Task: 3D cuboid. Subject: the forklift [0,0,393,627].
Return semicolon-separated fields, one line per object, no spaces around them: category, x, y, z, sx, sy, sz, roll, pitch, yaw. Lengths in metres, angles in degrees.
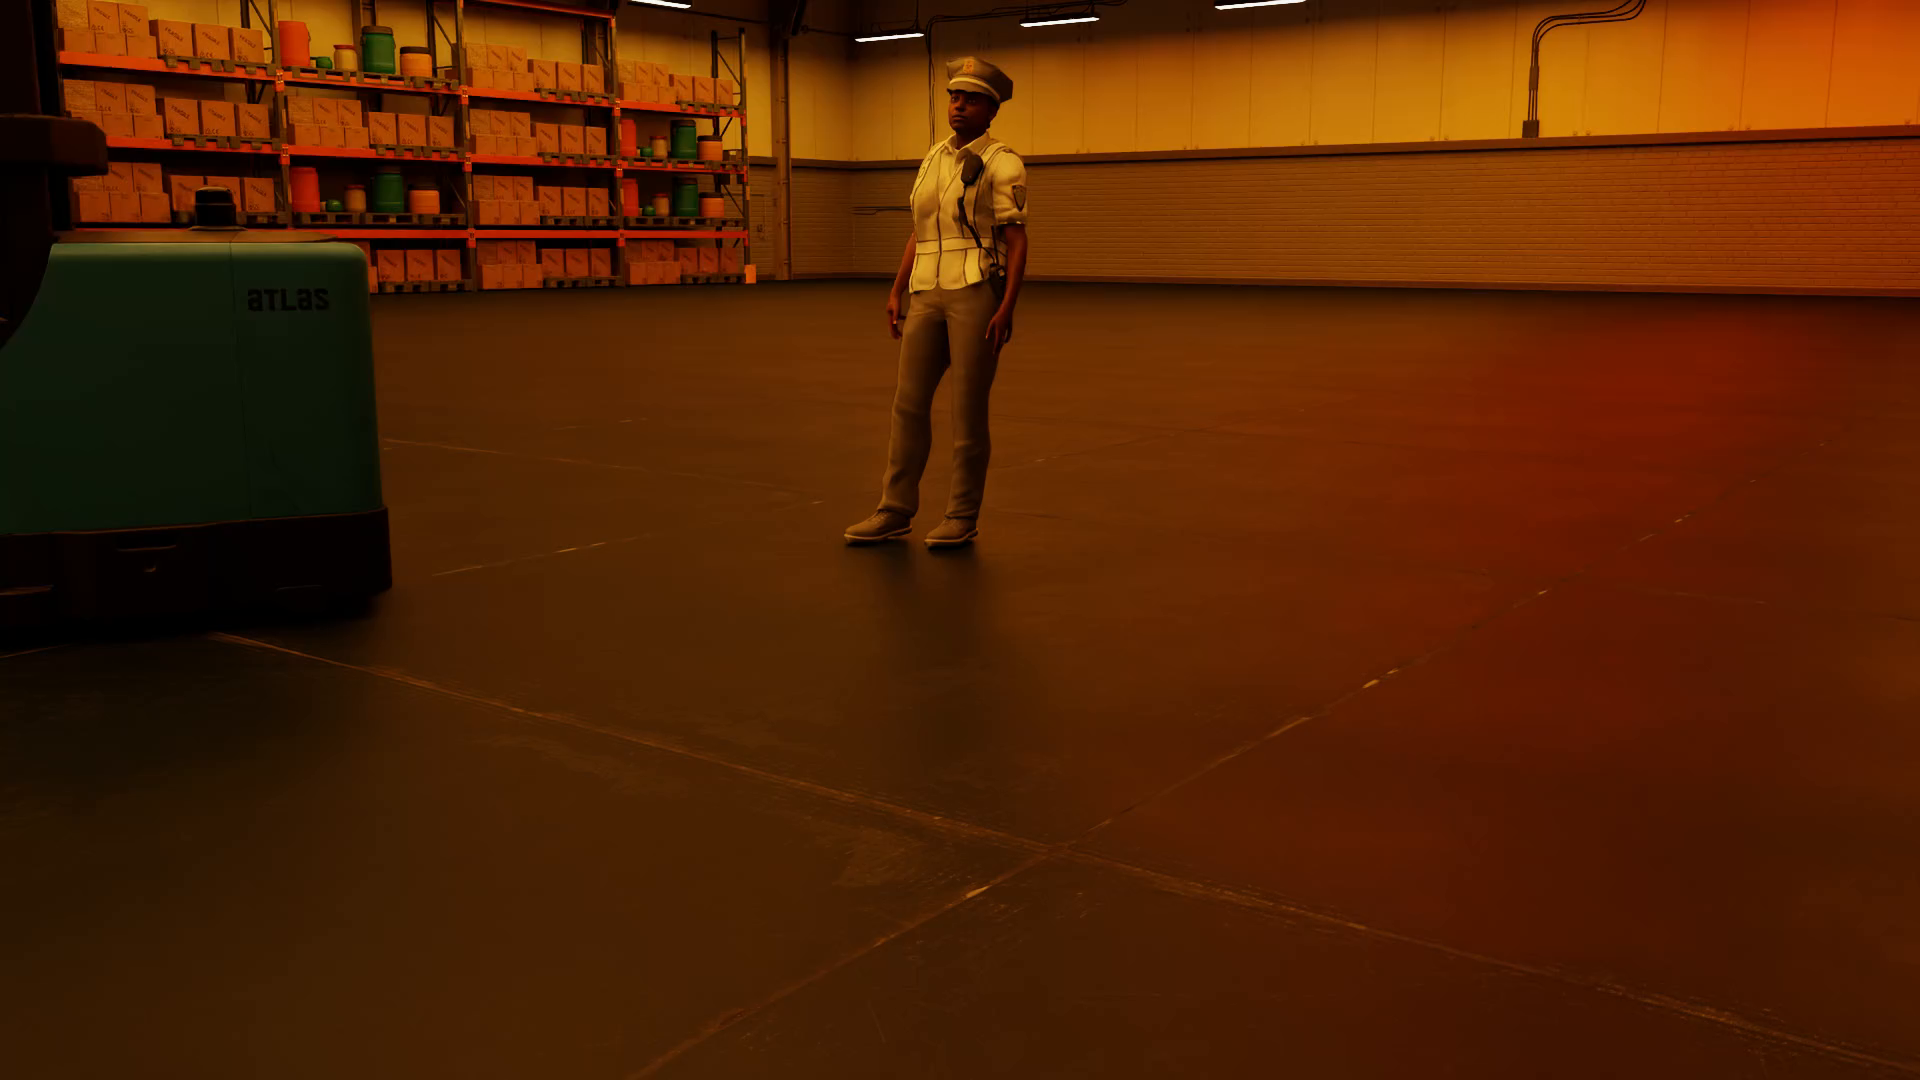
forklift;-3.239;-1.194;4.458;3.031;2.935;1.130;-5;11;-23

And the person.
person;-0.061;-0.832;5.879;0.569;1.695;0.528;8;13;36
